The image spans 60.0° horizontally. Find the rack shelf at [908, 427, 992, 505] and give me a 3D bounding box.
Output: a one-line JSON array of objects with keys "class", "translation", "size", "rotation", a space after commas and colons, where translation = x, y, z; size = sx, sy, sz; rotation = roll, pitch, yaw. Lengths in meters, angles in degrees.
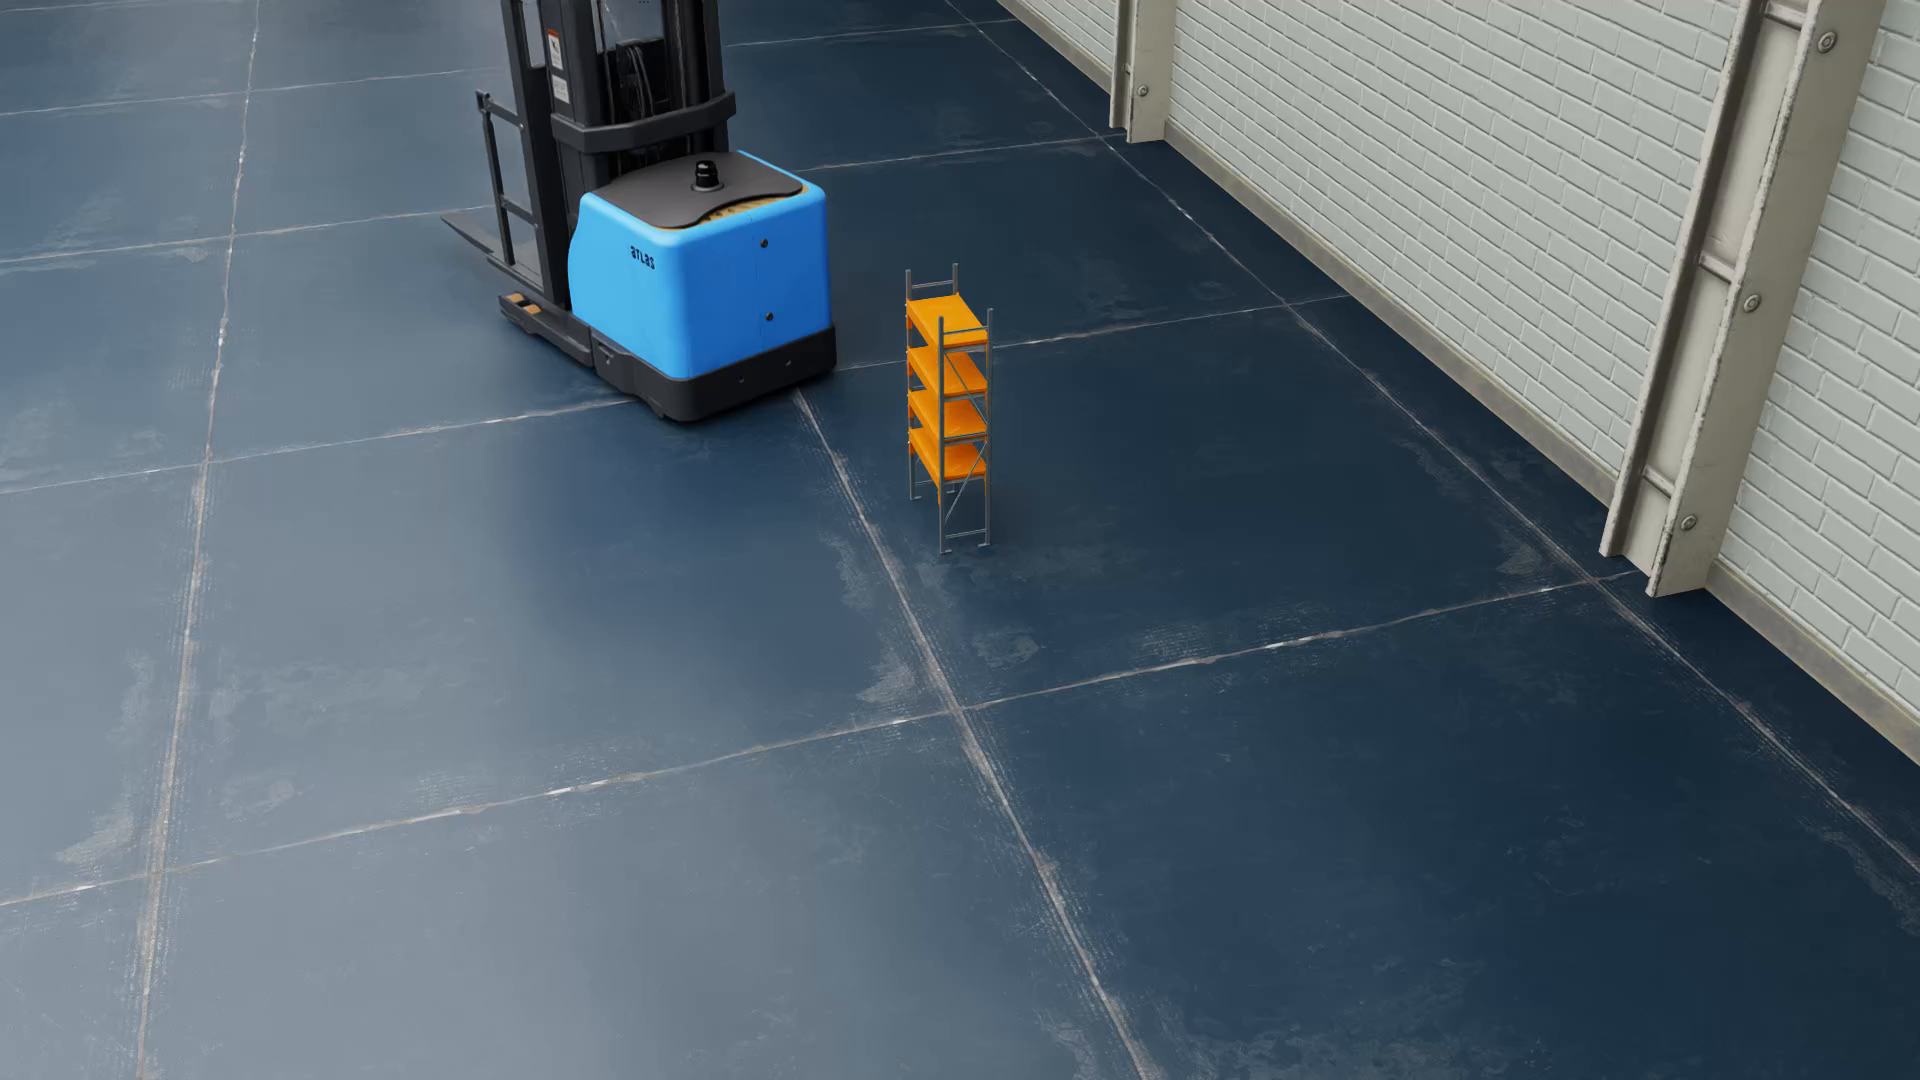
[{"class": "rack shelf", "translation": [-0.051, -0.366, 7.697], "size": [0.258, 0.148, 0.480], "rotation": [-10, 35, -15]}]

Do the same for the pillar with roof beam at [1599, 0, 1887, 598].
[{"class": "pillar with roof beam", "translation": [-0.948, -2.904, 3.982], "size": [9.100, 9.000, 0.400], "rotation": [-10, 35, -15]}]

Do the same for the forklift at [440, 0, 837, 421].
[{"class": "forklift", "translation": [-2.018, -2.566, 8.975], "size": [1.130, 2.935, 3.031], "rotation": [-26, 41, -33]}]

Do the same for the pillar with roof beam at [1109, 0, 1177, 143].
[{"class": "pillar with roof beam", "translation": [-2.778, -6.054, 8.749], "size": [9.100, 9.000, 0.400], "rotation": [-10, 35, -15]}]

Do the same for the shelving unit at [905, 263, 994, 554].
[{"class": "shelving unit", "translation": [-0.051, -0.587, 7.551], "size": [0.258, 1.200, 0.503], "rotation": [-10, 35, -15]}]

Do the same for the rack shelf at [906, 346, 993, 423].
[{"class": "rack shelf", "translation": [-0.051, -0.718, 7.465], "size": [0.258, 0.148, 0.480], "rotation": [-10, 35, -15]}]

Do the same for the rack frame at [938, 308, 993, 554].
[{"class": "rack frame", "translation": [0.024, -0.459, 7.357], "size": [0.240, 1.200, 0.015], "rotation": [-10, 35, -15]}]

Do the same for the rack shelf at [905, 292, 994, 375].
[{"class": "rack shelf", "translation": [-0.051, -0.915, 7.334], "size": [0.258, 0.148, 0.480], "rotation": [-10, 35, -15]}]

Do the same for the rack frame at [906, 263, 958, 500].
[{"class": "rack frame", "translation": [-0.125, -0.716, 7.745], "size": [0.240, 1.200, 0.015], "rotation": [-10, 35, -15]}]

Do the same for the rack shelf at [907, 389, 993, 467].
[{"class": "rack shelf", "translation": [-0.051, -0.531, 7.588], "size": [0.258, 0.148, 0.480], "rotation": [-10, 35, -15]}]
